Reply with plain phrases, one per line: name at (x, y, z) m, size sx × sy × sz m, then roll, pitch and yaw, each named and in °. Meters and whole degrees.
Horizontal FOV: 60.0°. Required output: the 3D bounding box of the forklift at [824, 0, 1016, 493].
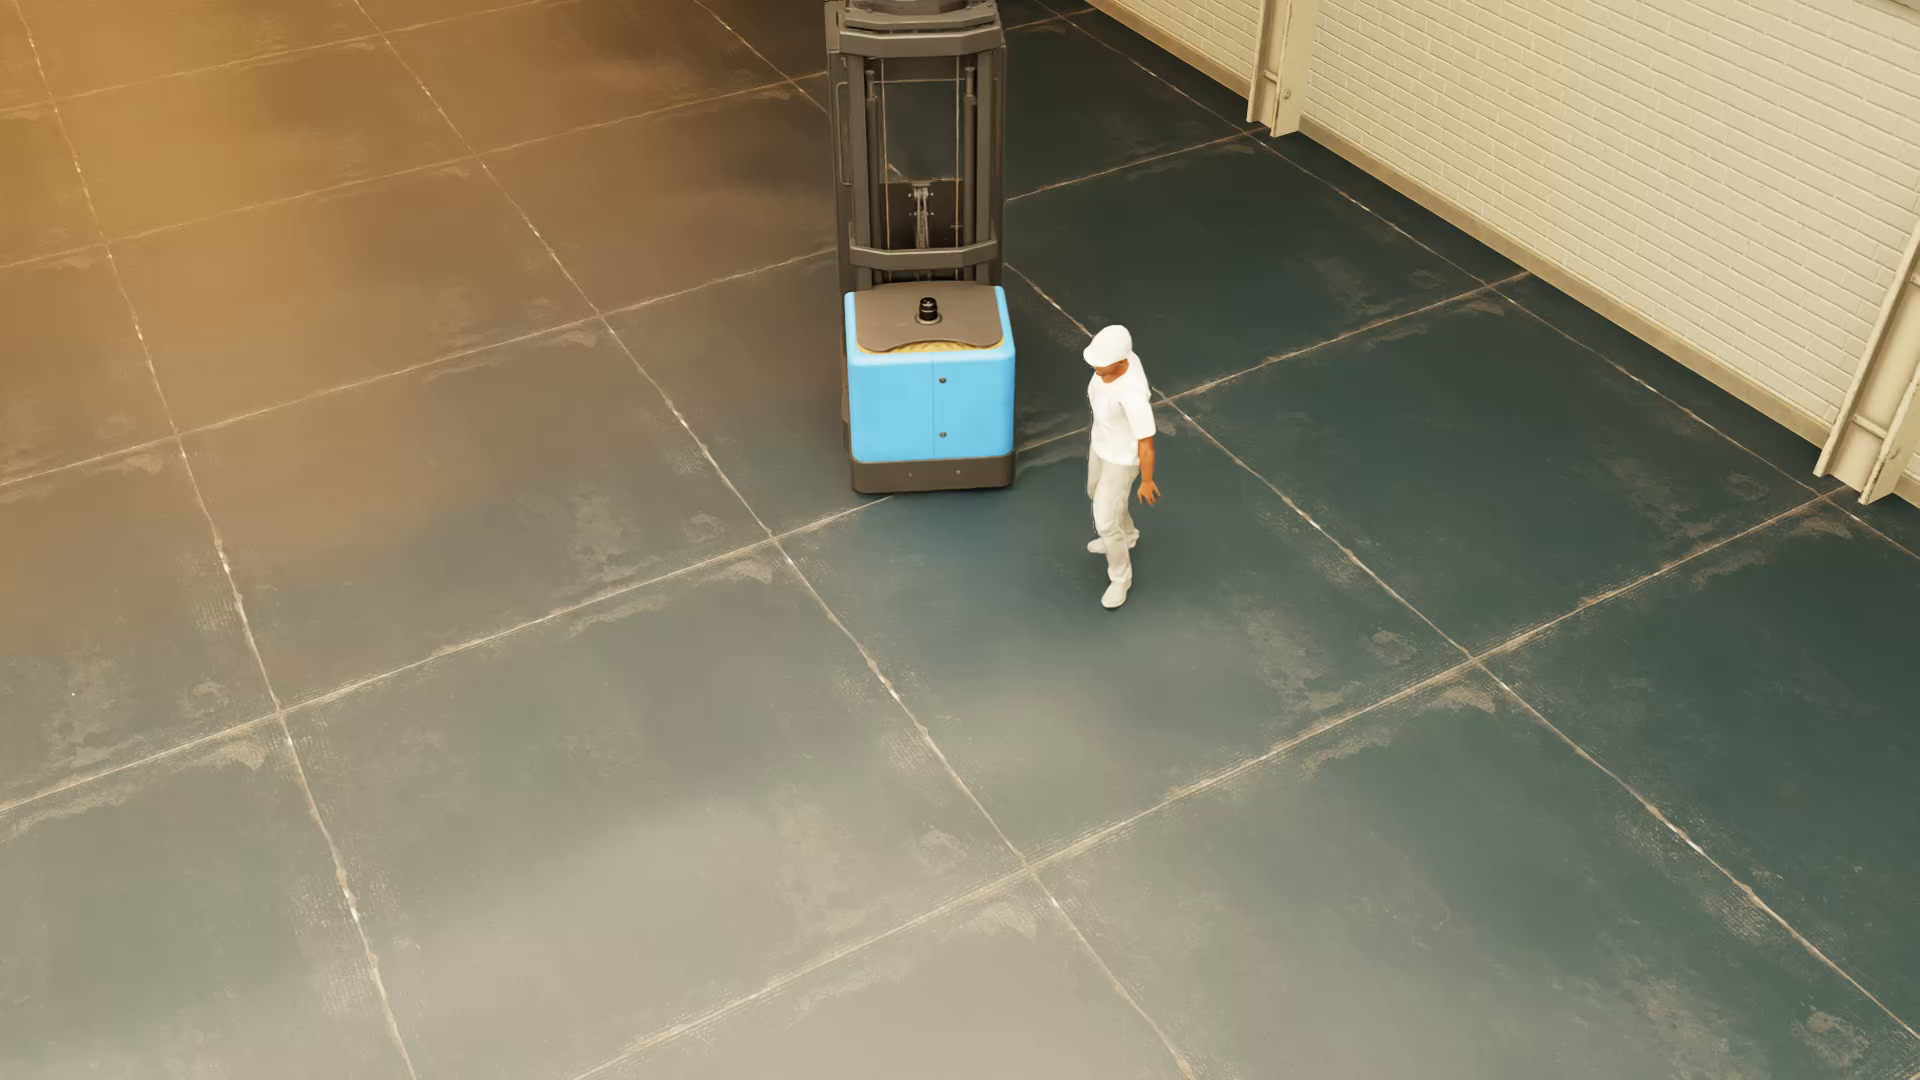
forklift at (-0.283, -2.354, 10.875) m, size 1.130 × 2.935 × 3.031 m, roll -3°, pitch 40°, yaw -4°

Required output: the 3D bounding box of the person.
person at (0.893, -0.526, 9.627) m, size 0.472 × 1.733 × 0.893 m, roll -7°, pitch 40°, yaw -9°
